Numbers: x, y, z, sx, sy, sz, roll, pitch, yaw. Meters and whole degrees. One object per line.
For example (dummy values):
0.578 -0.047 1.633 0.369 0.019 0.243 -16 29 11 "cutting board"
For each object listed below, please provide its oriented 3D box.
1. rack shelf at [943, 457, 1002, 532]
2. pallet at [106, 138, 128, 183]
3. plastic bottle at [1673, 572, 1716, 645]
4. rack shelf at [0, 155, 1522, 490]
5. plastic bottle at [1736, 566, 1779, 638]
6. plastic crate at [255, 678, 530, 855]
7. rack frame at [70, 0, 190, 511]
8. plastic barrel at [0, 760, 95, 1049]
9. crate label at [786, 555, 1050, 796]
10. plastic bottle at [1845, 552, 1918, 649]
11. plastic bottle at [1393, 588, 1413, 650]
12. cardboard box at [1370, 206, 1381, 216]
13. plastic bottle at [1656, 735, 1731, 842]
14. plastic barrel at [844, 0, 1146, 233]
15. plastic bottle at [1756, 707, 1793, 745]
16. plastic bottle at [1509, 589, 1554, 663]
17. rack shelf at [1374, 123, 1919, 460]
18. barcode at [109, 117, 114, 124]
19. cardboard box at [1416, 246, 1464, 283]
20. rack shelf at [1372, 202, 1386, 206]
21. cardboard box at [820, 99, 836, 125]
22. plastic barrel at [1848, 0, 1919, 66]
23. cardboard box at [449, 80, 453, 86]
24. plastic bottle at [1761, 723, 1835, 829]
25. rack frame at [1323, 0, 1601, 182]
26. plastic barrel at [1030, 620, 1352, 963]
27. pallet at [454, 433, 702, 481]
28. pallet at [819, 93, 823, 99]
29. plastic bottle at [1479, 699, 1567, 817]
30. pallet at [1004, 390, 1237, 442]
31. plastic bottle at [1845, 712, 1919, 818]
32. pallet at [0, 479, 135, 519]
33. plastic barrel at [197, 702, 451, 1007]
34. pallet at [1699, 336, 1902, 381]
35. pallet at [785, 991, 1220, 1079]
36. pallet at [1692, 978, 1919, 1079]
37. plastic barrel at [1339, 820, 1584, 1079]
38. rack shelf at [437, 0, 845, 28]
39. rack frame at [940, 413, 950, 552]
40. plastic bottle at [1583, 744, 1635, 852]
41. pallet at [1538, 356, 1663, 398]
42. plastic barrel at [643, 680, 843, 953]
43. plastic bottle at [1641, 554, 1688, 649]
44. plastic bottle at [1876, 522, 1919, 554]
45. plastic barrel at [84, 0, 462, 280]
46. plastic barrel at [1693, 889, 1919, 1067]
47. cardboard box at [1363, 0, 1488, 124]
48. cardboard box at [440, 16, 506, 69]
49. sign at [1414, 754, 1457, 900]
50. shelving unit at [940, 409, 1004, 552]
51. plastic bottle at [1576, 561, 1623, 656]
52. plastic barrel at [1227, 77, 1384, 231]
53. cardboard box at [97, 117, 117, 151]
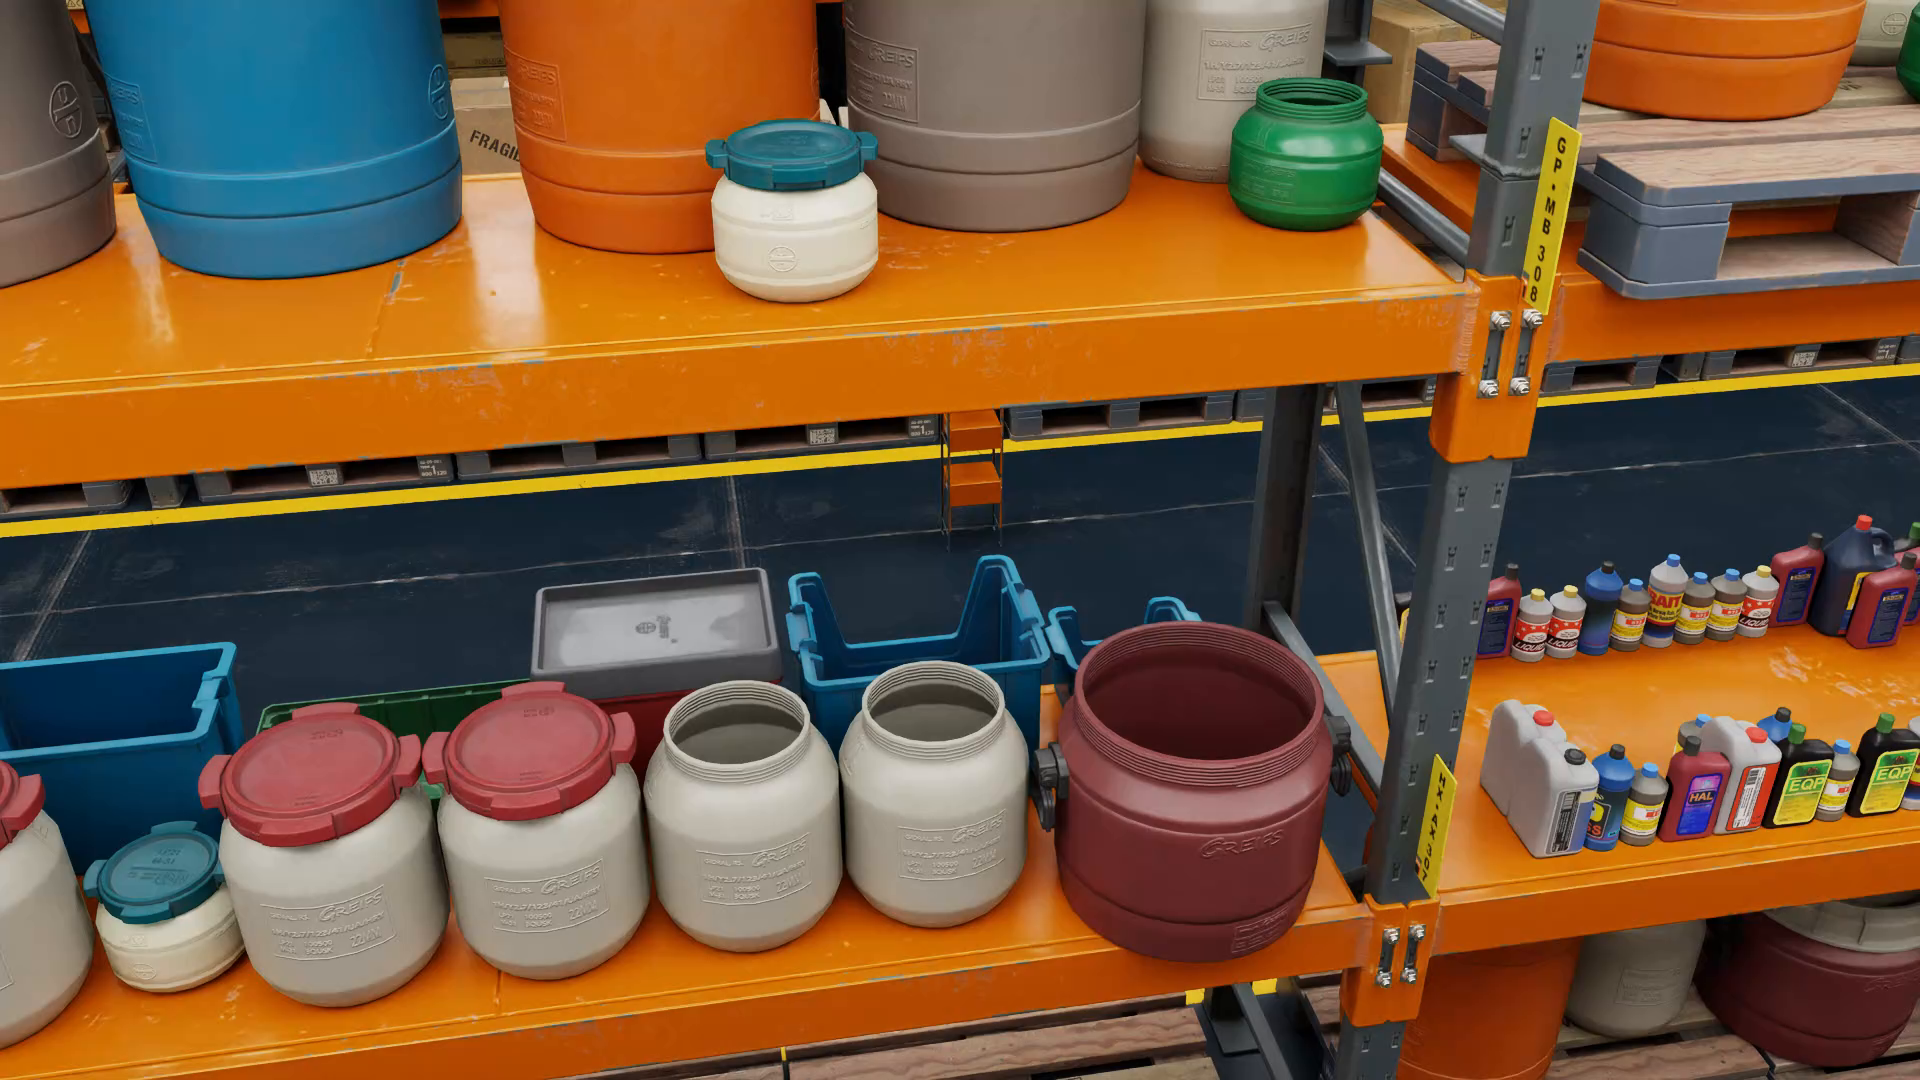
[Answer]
0.053 -0.209 7.638 0.240 0.259 0.215 -5 31 -9 "rack shelf"
-6.660 -2.764 12.243 1.213 0.211 1.003 -5 31 -9 "pallet"
2.059 0.185 4.672 0.097 0.201 0.097 0 30 0 "plastic bottle"
-1.052 -0.385 3.195 4.000 0.370 1.077 -5 31 -9 "rack shelf"
2.251 0.167 4.703 0.097 0.201 0.097 0 30 0 "plastic bottle"
-1.357 0.573 4.026 0.662 0.188 0.450 -5 31 -9 "plastic crate"
-3.907 -1.689 7.663 0.127 3.000 1.000 -5 31 -9 "rack frame"
-2.038 0.744 3.391 0.433 0.535 0.433 0 30 0 "plastic barrel"
-0.110 0.356 4.150 0.616 0.435 0.502 -5 31 -9 "crate label"
2.569 0.167 4.622 0.133 0.283 0.061 -5 31 -9 "plastic bottle"
1.237 0.216 4.538 0.133 0.283 0.061 -5 31 -9 "plastic bottle"
1.965 -1.795 9.135 0.500 0.250 0.500 -6 31 -10 "cardboard box"
1.731 0.580 3.919 0.133 0.283 0.061 -5 31 -9 "plastic bottle"
0.069 -1.127 3.253 0.600 0.901 0.600 0 30 0 "plastic barrel"
1.963 0.523 4.028 0.097 0.271 0.097 0 30 0 "plastic bottle"
1.581 0.229 4.597 0.097 0.201 0.097 0 30 0 "plastic bottle"
2.883 -0.750 3.816 4.000 0.370 1.077 -5 31 -9 "rack shelf"
-6.278 -3.113 12.353 0.075 0.075 0.001 -5 31 -9 "barcode"
2.547 -1.257 8.961 0.500 0.500 0.500 -5 31 -8 "cardboard box"
1.995 -1.927 8.777 4.000 0.370 1.077 -5 31 -9 "rack shelf"
-0.887 -2.031 8.332 0.500 0.311 0.500 -6 31 -10 "cardboard box"
1.944 -1.170 3.543 0.301 0.262 0.301 0 30 0 "plastic barrel"
-2.631 -1.842 7.825 0.500 0.500 0.500 -3 31 -5 "cardboard box"
1.995 0.556 3.960 0.133 0.283 0.061 -5 31 -9 "plastic bottle"
0.916 -2.170 2.563 0.127 3.000 1.000 -5 31 -9 "rack frame"
0.514 0.551 3.720 0.708 0.536 0.600 -5 31 -9 "plastic barrel"
-1.987 -0.687 8.710 1.213 0.211 1.003 -5 31 -9 "pallet"
-1.638 -3.251 13.071 1.213 0.211 1.003 -5 31 -9 "pallet"
1.372 0.515 4.037 0.135 0.276 0.152 -5 31 -9 "plastic bottle"
0.768 -0.901 9.075 1.213 0.211 1.003 -5 31 -9 "pallet"
2.222 0.535 3.996 0.133 0.283 0.061 -5 31 -9 "plastic bottle"
-4.697 -0.435 8.282 1.213 0.211 1.003 -5 31 -9 "pallet"
-1.317 0.677 3.505 0.433 0.535 0.433 0 30 0 "plastic barrel"
4.638 -1.279 9.718 1.213 0.211 1.003 -5 31 -9 "pallet"
0.147 1.669 4.703 1.213 0.211 1.003 -5 31 -9 "pallet"
2.881 1.415 5.135 1.213 0.211 1.003 -5 31 -9 "pallet"
1.394 1.117 4.618 0.708 0.830 0.600 -5 31 -9 "plastic barrel"
-2.836 -4.031 12.356 4.000 0.370 1.077 -5 31 -9 "rack shelf"
-0.067 -0.446 7.473 0.008 1.050 0.200 -5 31 -9 "rack frame"
1.519 0.596 3.904 0.097 0.271 0.097 0 30 0 "plastic bottle"
3.169 -1.124 9.454 1.213 0.211 1.003 -5 31 -9 "pallet"
-0.472 0.606 3.649 0.421 0.512 0.421 0 30 0 "plastic barrel"
1.964 0.164 4.639 0.097 0.271 0.097 0 30 0 "plastic bottle"
2.674 0.083 4.765 0.133 0.283 0.061 -5 31 -9 "plastic bottle"
-1.271 -1.002 3.041 0.708 0.901 0.600 -5 31 -9 "plastic barrel"
2.505 1.118 4.854 0.708 0.588 0.600 -5 31 -9 "plastic barrel"
2.235 -2.451 8.447 0.500 0.500 0.700 -13 33 -21 "cardboard box"
-3.650 -3.711 12.395 0.500 0.250 0.500 -6 31 -10 "cardboard box"
1.022 0.619 3.577 0.005 0.325 0.100 -5 31 -9 "sign"
0.053 -0.457 7.492 0.252 1.050 0.215 -5 31 -9 "shelving unit"
1.772 0.181 4.609 0.097 0.271 0.097 0 30 0 "plastic bottle"
0.682 -0.762 3.281 0.294 0.245 0.294 0 30 0 "plastic barrel"
-6.380 -2.983 12.243 0.250 0.149 0.380 -8 31 -13 "cardboard box"
